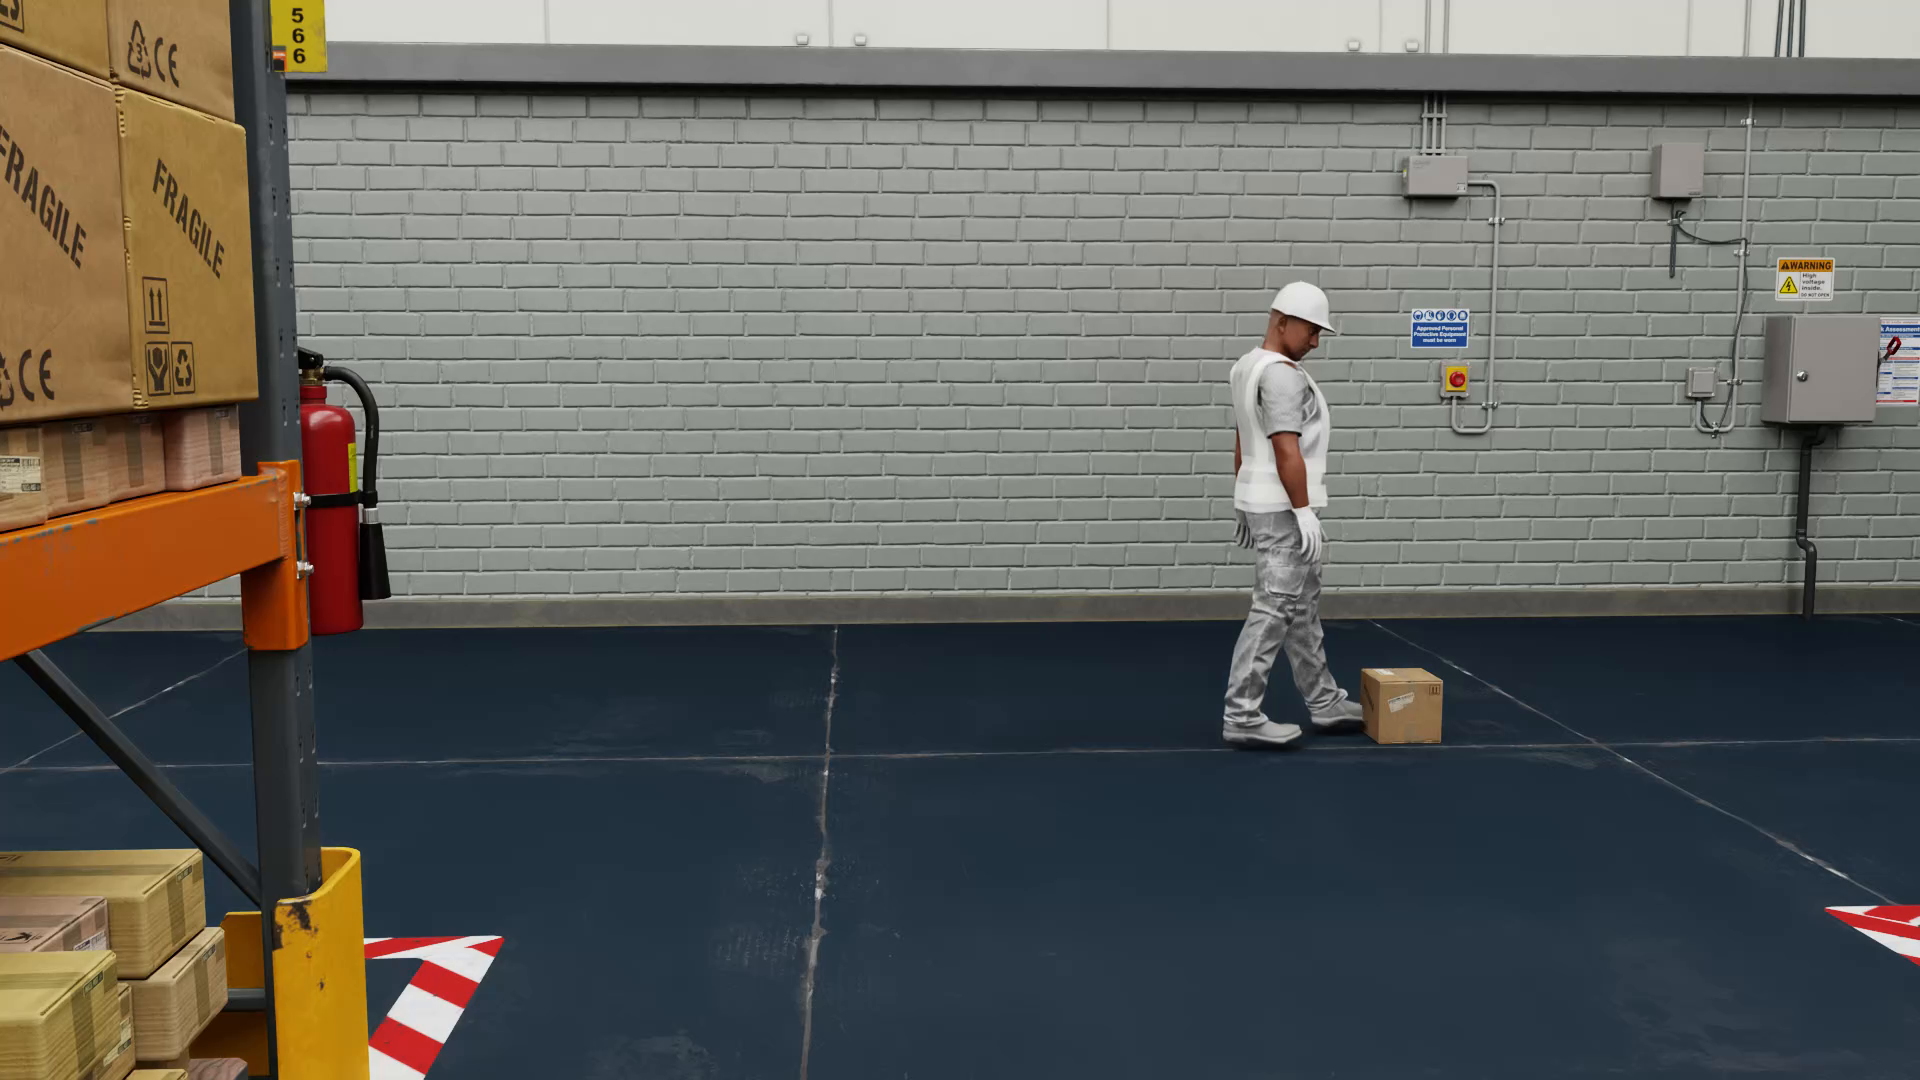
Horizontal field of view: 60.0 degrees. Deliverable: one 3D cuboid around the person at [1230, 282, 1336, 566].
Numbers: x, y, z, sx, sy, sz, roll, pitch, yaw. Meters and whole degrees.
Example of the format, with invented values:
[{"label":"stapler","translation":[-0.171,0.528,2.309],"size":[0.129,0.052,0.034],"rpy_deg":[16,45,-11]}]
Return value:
[{"label":"person","translation":[1.242,-0.456,6.367],"size":[0.362,1.054,0.615],"rpy_deg":[0,7,-4]}]
